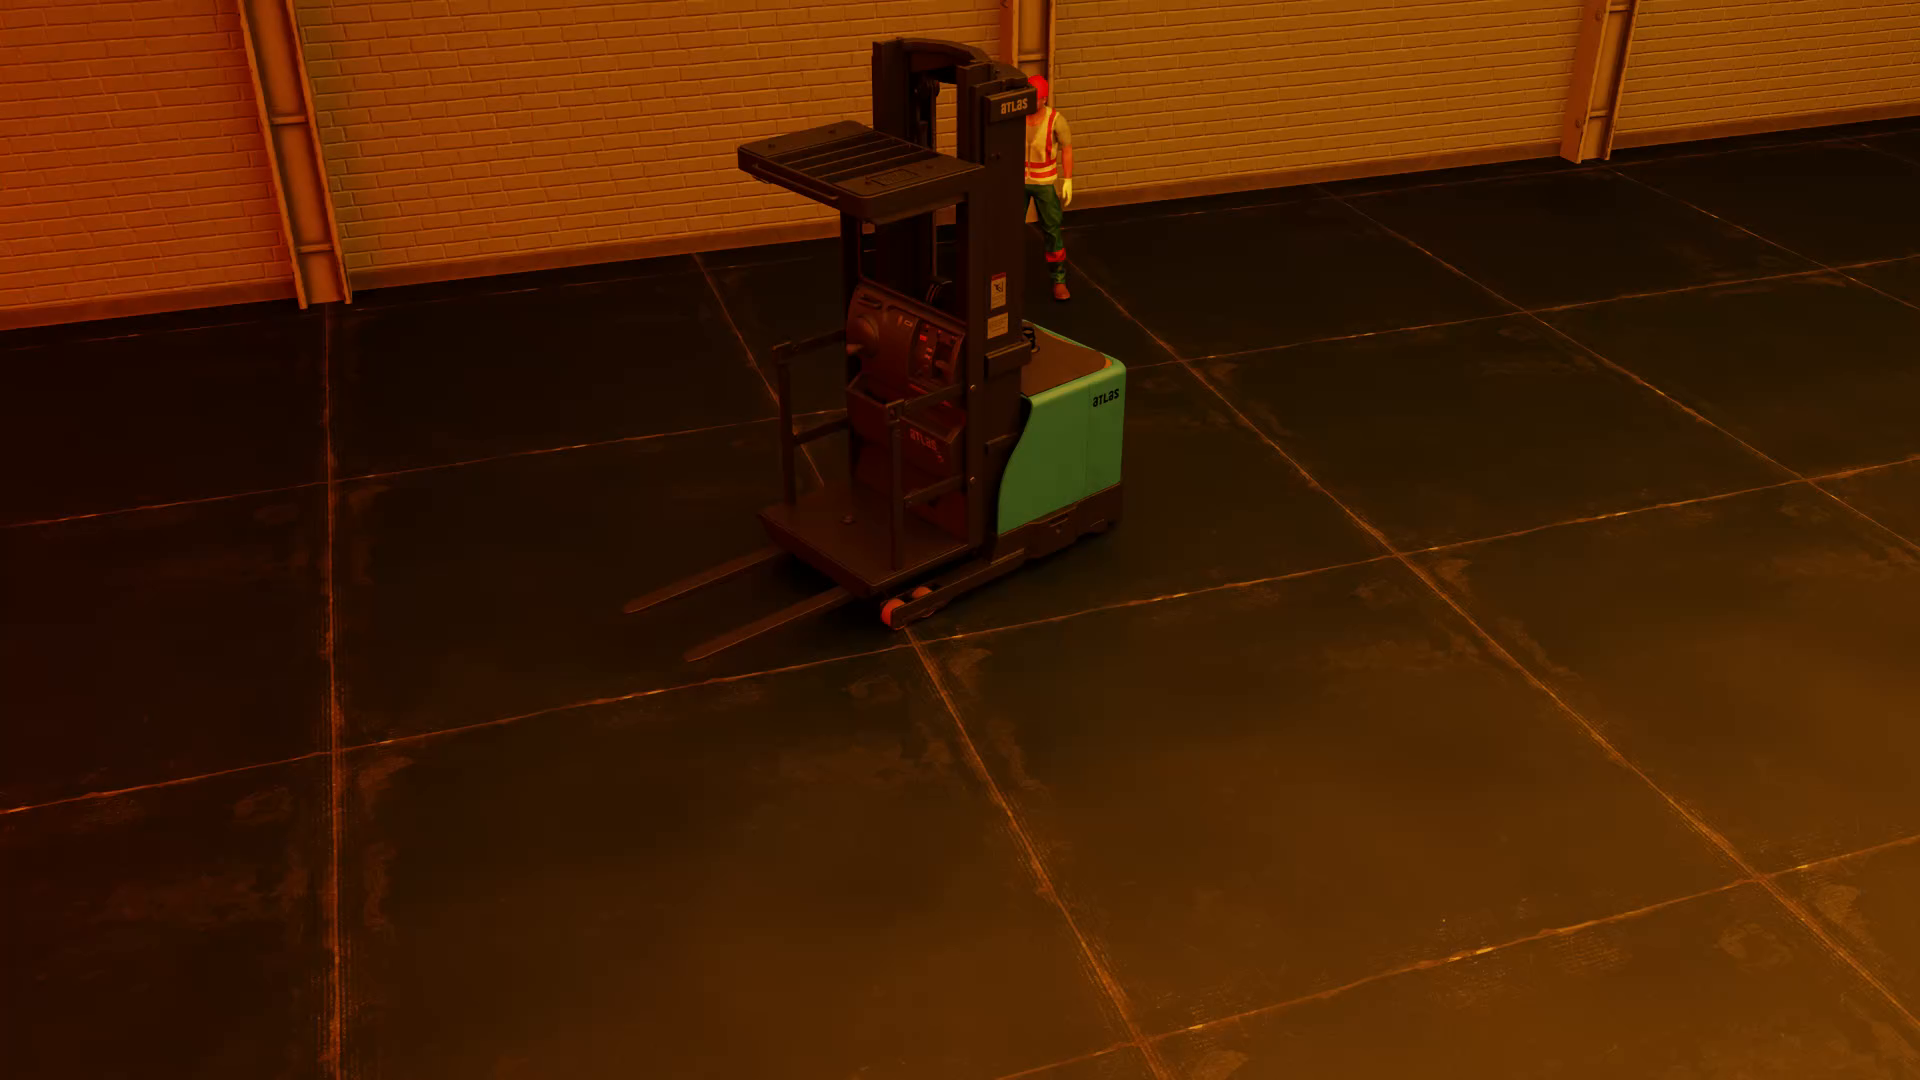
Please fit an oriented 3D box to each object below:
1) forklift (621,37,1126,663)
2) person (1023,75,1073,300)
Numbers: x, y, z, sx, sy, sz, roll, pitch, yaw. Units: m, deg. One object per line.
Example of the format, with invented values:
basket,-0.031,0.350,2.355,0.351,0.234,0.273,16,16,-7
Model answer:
forklift,-0.461,-1.072,8.951,3.031,2.935,1.130,-23,37,-34
person,0.560,-2.780,13.078,0.694,1.778,0.479,5,30,9
